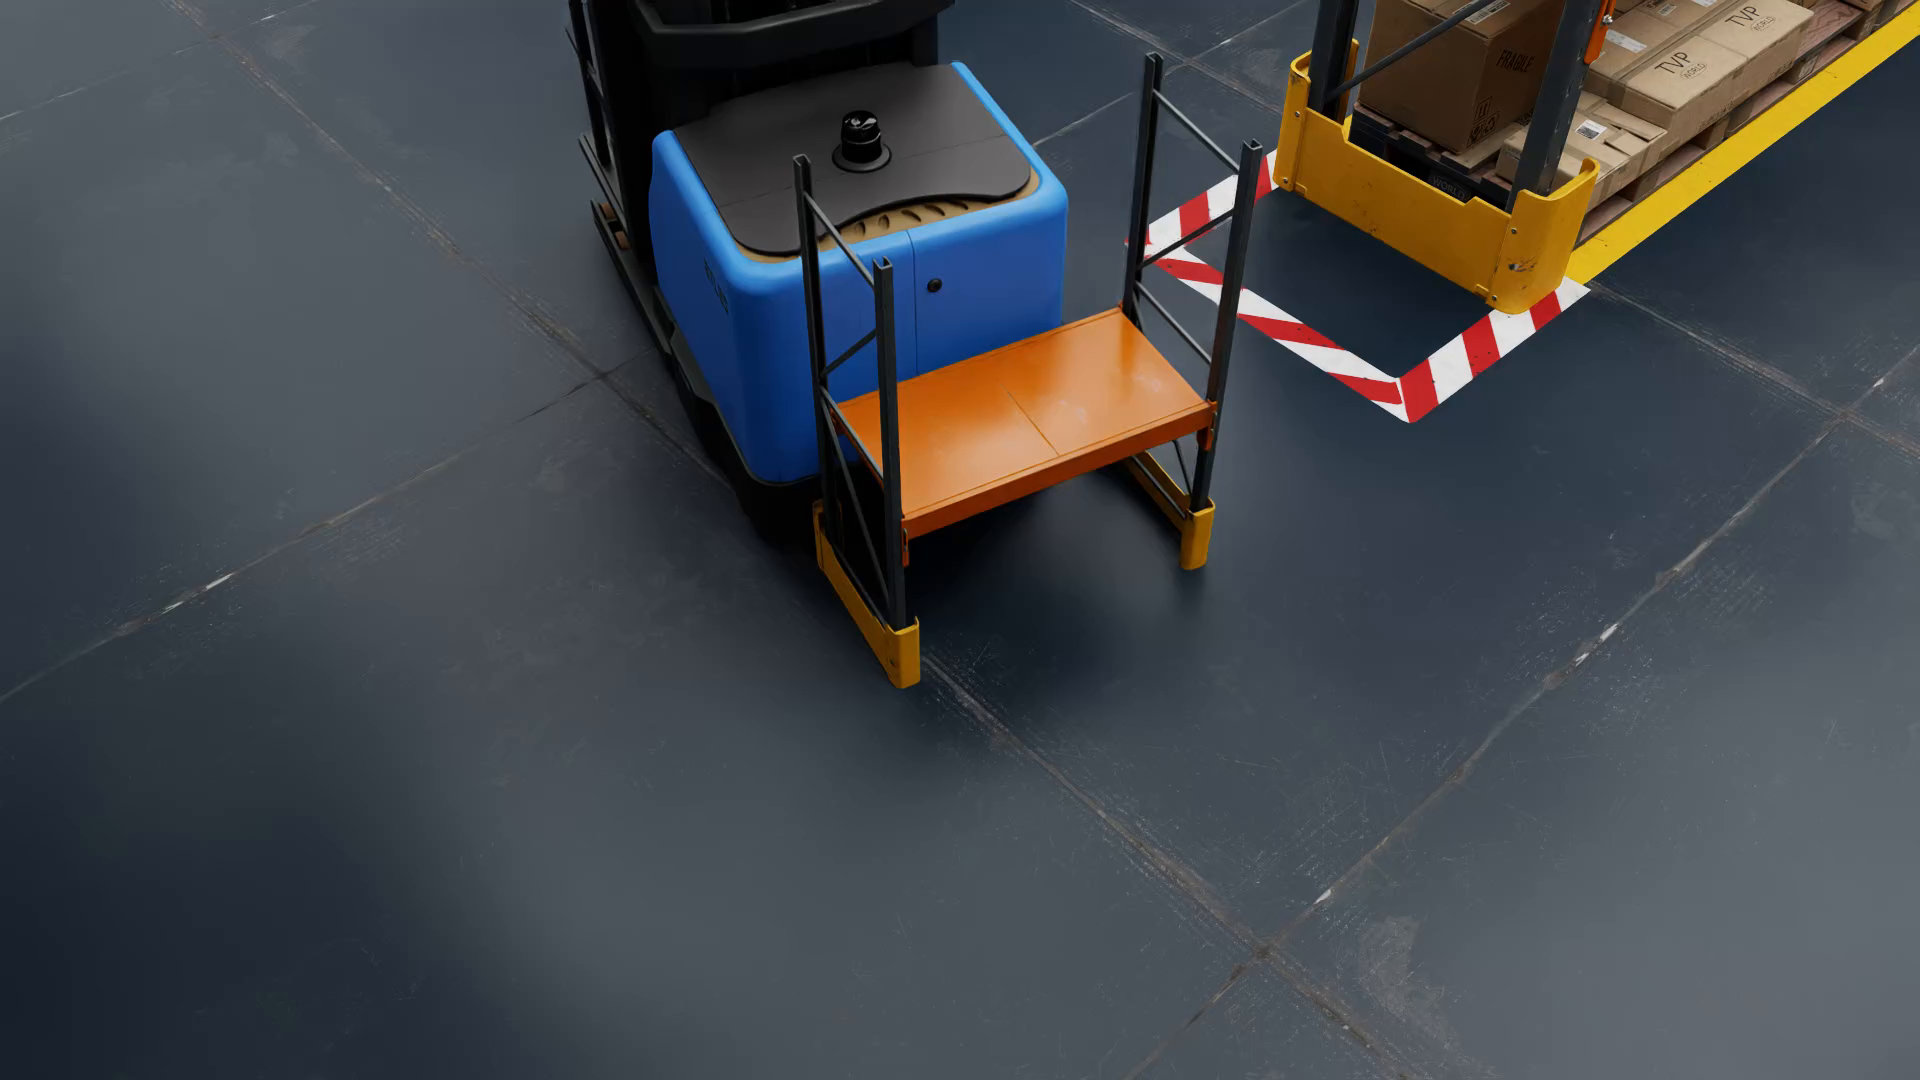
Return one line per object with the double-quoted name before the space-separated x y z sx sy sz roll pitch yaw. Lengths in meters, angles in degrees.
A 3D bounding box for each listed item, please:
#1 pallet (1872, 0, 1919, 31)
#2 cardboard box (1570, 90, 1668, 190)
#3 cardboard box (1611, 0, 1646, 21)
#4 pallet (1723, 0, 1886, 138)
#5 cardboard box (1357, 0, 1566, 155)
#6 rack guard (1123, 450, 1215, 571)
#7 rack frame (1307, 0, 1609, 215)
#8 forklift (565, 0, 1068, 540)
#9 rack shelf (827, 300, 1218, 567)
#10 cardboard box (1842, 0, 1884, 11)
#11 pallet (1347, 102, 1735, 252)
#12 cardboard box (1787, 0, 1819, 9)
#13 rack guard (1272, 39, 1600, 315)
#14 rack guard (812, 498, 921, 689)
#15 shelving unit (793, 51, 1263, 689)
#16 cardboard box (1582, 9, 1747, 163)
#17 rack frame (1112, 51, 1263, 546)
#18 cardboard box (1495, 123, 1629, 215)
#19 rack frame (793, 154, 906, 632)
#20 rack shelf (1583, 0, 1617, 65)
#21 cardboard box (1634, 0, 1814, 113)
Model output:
"pallet" 4.122 -2.868 7.753 1.213 0.211 1.003 -34 56 -27
"cardboard box" 2.397 -1.507 6.228 0.250 0.166 0.380 -34 56 -27
"cardboard box" 2.631 -2.248 6.855 0.500 0.250 0.500 -34 56 -27
"pallet" 3.219 -2.262 7.194 1.213 0.211 1.003 -34 56 -27
"cardboard box" 1.907 -1.880 6.345 0.500 0.500 0.500 -34 56 -27
"rack guard" 0.602 -0.188 5.254 0.087 0.250 0.587 -21 51 -18
"rack frame" 1.671 -2.175 5.216 0.127 3.000 1.000 -34 56 -27
"forklift" -0.729 -2.093 5.187 1.130 2.935 3.031 -18 50 -16
"rack shelf" 0.169 -0.324 4.773 1.000 0.185 0.538 -21 51 -18
"cardboard box" 3.845 -2.584 7.123 0.500 0.311 0.500 -34 56 -27
"pallet" 2.316 -1.662 6.640 1.213 0.211 1.003 -34 56 -27
"cardboard box" 3.244 -2.524 6.937 0.637 0.503 0.797 -34 56 -27
"rack guard" 1.727 -1.365 6.170 0.348 0.500 1.175 -34 56 -27
"rack guard" -0.280 0.150 4.941 0.087 0.250 0.587 -21 51 -18
"shelving unit" 0.161 -0.443 4.638 1.083 1.500 0.587 -21 51 -18
"cardboard box" 2.634 -1.754 6.399 0.500 0.250 0.500 -34 56 -27
"rack frame" 0.620 -0.619 4.801 0.032 1.500 0.500 -21 51 -18
"cardboard box" 2.212 -1.378 6.121 0.250 0.149 0.380 -34 56 -27
"rack frame" -0.282 -0.273 4.481 0.032 1.500 0.500 -21 51 -18
"rack shelf" 3.151 -2.920 6.393 4.000 0.370 1.077 -34 56 -27
"cardboard box" 3.004 -2.001 6.627 0.500 0.250 0.500 -34 56 -27
